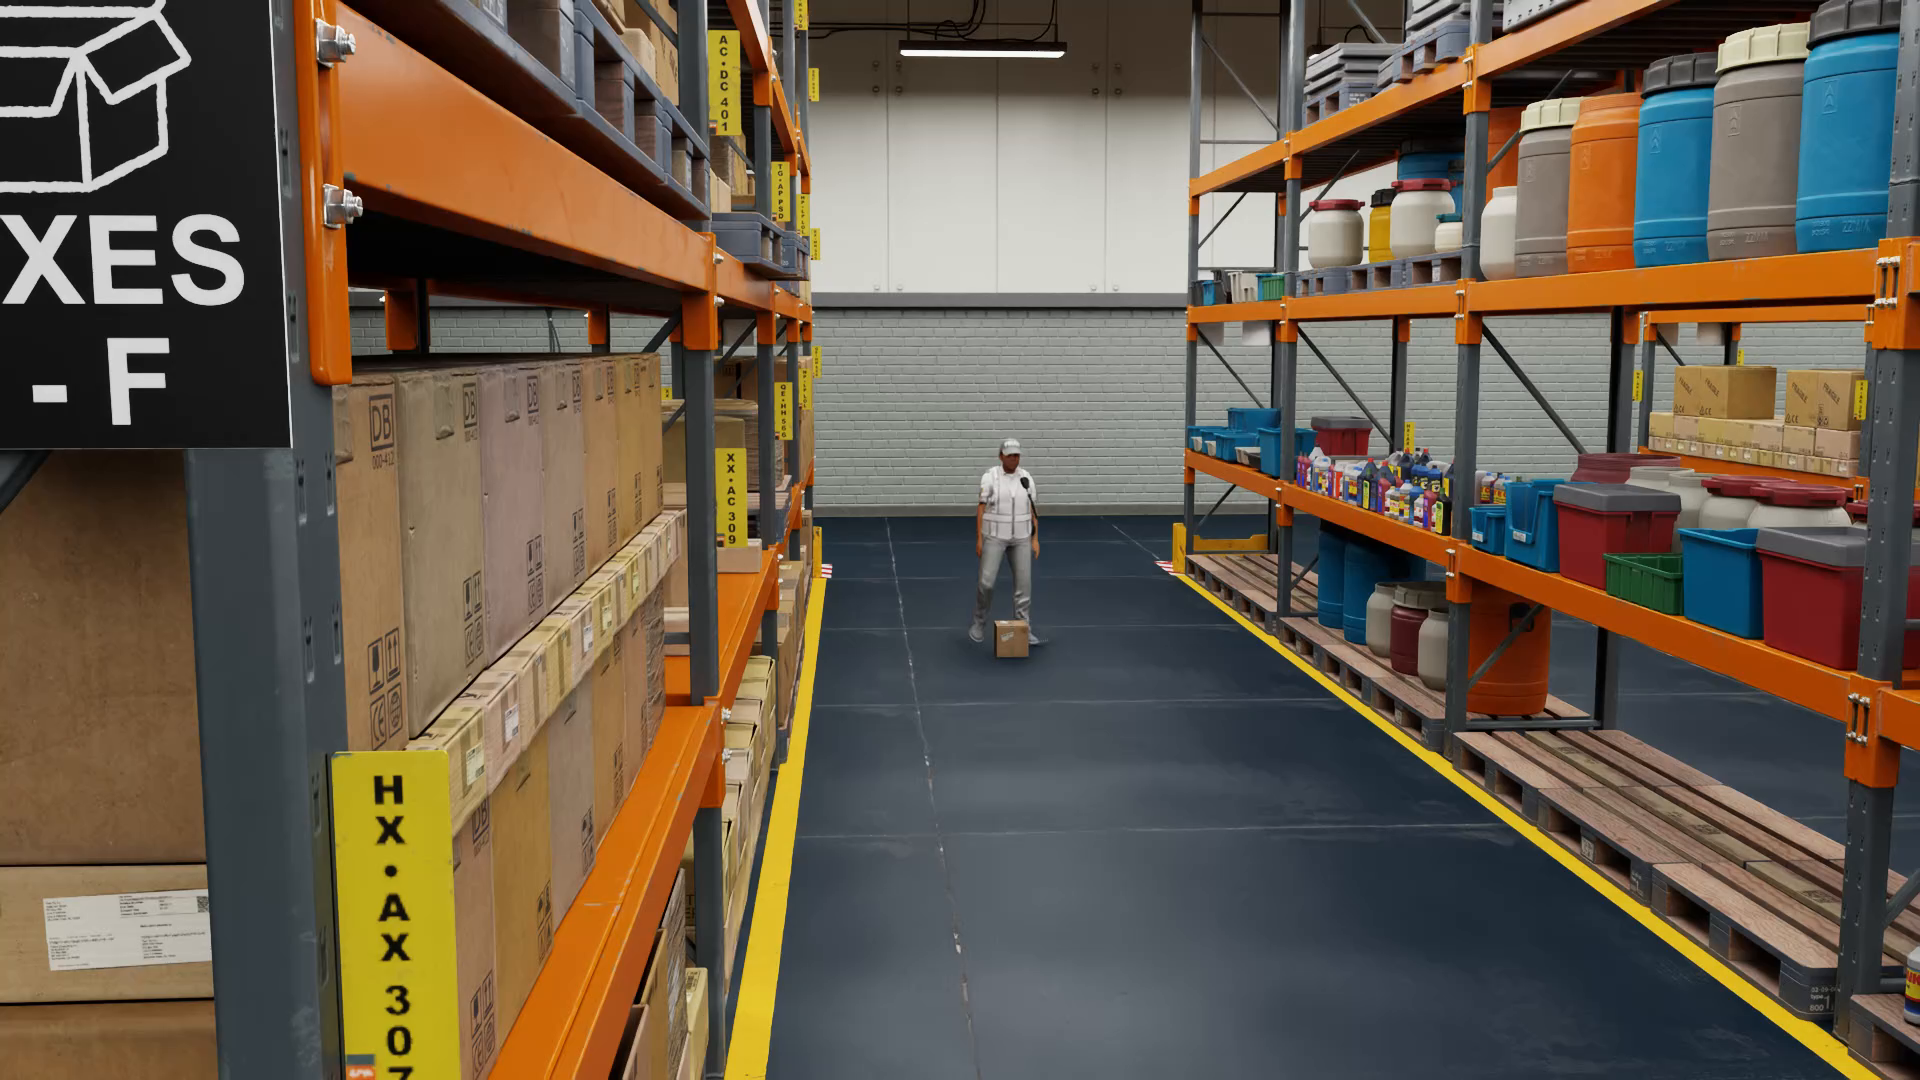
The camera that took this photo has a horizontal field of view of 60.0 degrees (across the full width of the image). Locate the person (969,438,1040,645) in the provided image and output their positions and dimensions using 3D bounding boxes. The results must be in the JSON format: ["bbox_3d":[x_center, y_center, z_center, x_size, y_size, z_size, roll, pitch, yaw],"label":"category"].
[{"bbox_3d":[0.370,0.006,13.531,0.573,1.668,0.486,-2,7,-16],"label":"person"}]
